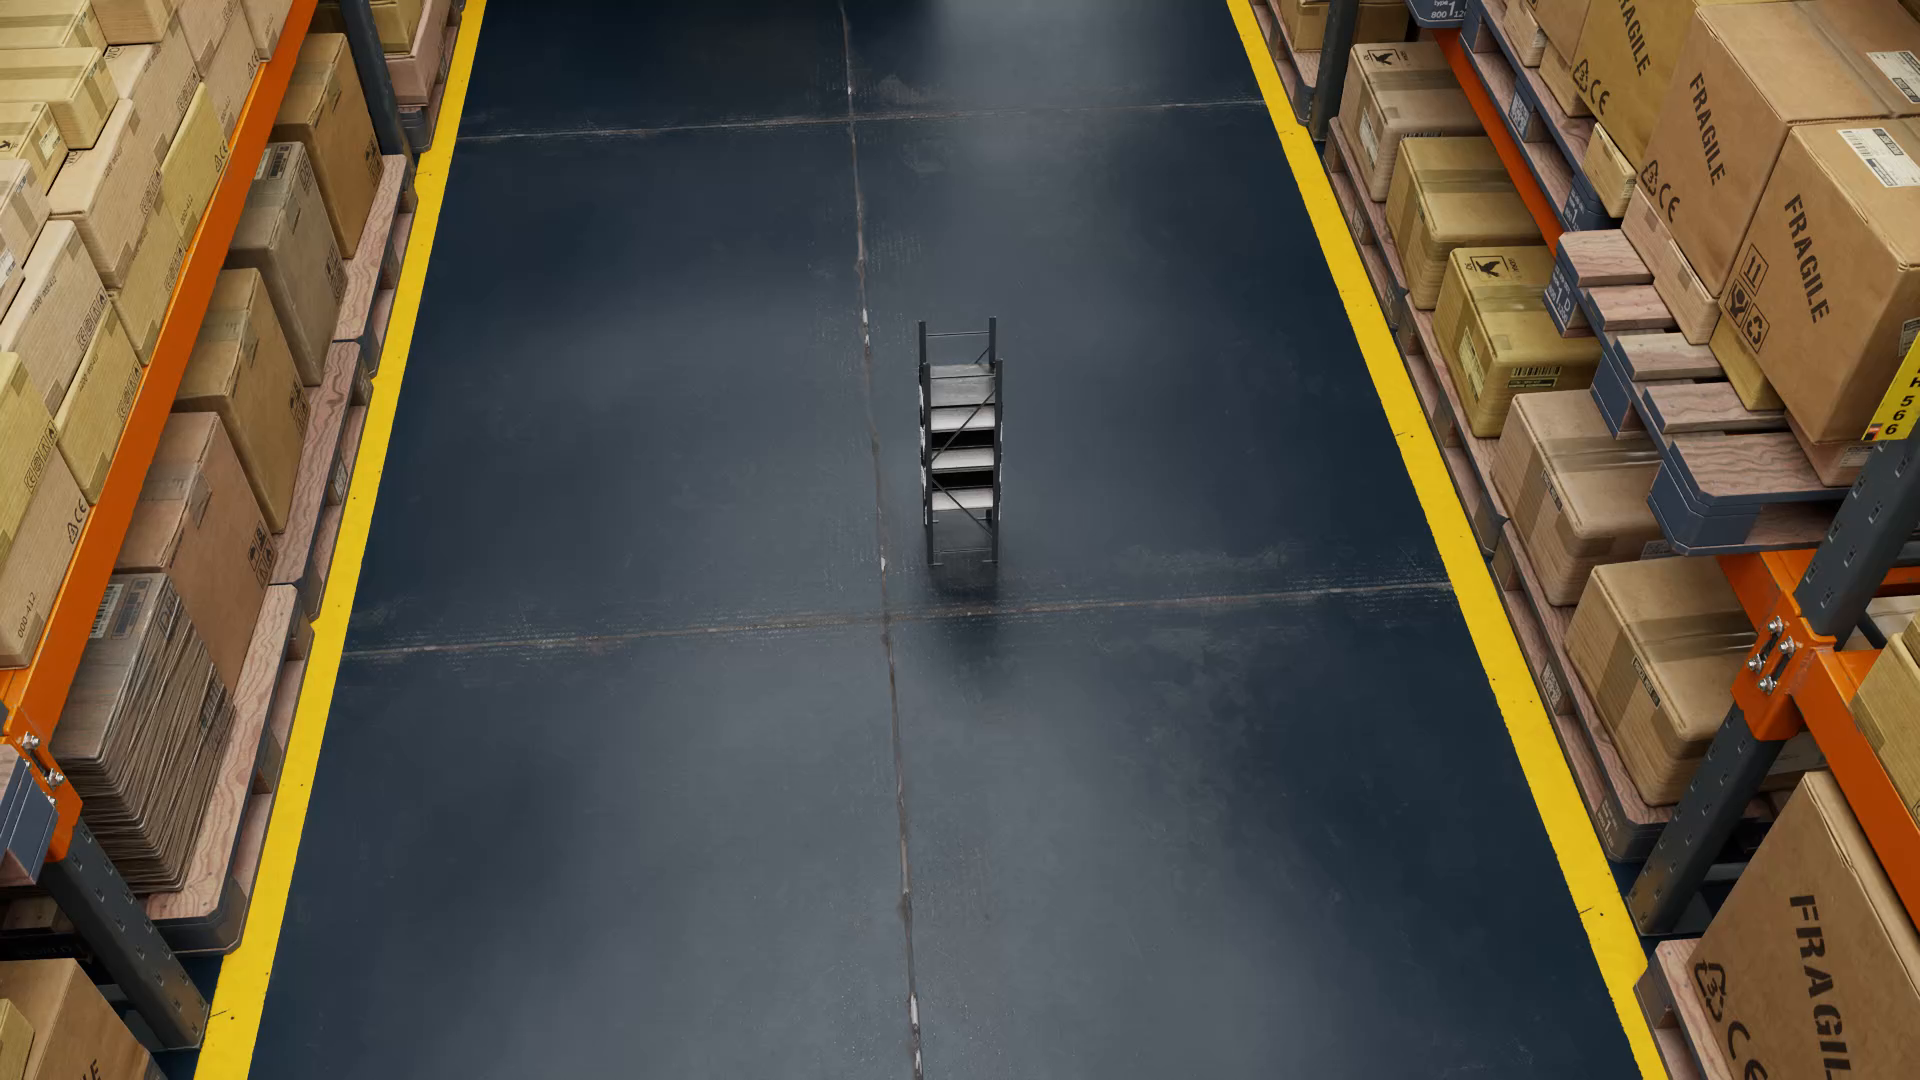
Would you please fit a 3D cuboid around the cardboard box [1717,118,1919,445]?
[{"bbox_3d":[2.093,-0.577,3.668,0.500,0.500,0.500,-5,47,-4],"label":"cardboard box"}]

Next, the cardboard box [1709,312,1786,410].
[{"bbox_3d":[2.052,-0.454,3.998,0.380,0.149,0.250,-3,47,-3],"label":"cardboard box"}]

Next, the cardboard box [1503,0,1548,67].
[{"bbox_3d":[1.886,-1.572,5.057,0.380,0.149,0.250,-2,47,-2],"label":"cardboard box"}]

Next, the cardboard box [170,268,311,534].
[{"bbox_3d":[-2.695,-0.419,5.427,0.875,0.625,0.625,-5,47,-5],"label":"cardboard box"}]

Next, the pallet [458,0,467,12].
[{"bbox_3d":[-3.002,-3.077,8.519,1.003,0.211,1.213,-3,47,-3],"label":"pallet"}]

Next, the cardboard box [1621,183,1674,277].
[{"bbox_3d":[1.973,-0.817,4.341,0.380,0.149,0.250,-5,47,-5],"label":"cardboard box"}]

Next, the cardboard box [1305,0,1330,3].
[{"bbox_3d":[1.757,-2.746,7.373,0.500,0.500,0.500,-4,47,-4],"label":"cardboard box"}]

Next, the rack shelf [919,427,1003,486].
[{"bbox_3d":[0.001,-0.281,5.442,0.258,0.077,0.200,-3,47,-3],"label":"rack shelf"}]

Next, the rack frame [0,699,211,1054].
[{"bbox_3d":[-2.537,0.320,3.381,1.000,3.000,0.127,-3,47,-3],"label":"rack frame"}]

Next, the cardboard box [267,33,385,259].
[{"bbox_3d":[-2.817,-1.525,6.474,0.875,0.625,0.625,-2,47,-2],"label":"cardboard box"}]

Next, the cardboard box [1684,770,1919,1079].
[{"bbox_3d":[2.384,1.107,3.810,0.875,0.875,0.875,-4,47,-4],"label":"cardboard box"}]

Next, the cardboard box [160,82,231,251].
[{"bbox_3d":[-2.460,-1.076,4.806,0.500,0.250,0.500,-2,47,-2],"label":"cardboard box"}]

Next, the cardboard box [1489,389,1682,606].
[{"bbox_3d":[2.301,-0.168,5.363,0.950,0.372,0.625,-4,47,-4],"label":"cardboard box"}]

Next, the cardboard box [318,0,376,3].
[{"bbox_3d":[-2.600,-2.485,6.954,0.500,0.250,0.500,-4,47,-4],"label":"cardboard box"}]

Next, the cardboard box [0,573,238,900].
[{"bbox_3d":[-2.576,0.541,4.518,0.875,0.625,0.625,-2,47,-2],"label":"cardboard box"}]

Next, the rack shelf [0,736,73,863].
[{"bbox_3d":[-2.370,2.015,2.271,1.077,0.370,4.000,-3,47,-3],"label":"rack shelf"}]

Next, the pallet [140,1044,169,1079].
[{"bbox_3d":[-2.513,1.822,3.879,1.003,0.211,1.213,-3,47,-3],"label":"pallet"}]

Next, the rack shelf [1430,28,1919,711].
[{"bbox_3d":[2.241,-1.184,5.300,1.077,0.370,4.000,-3,47,-3],"label":"rack shelf"}]

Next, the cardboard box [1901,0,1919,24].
[{"bbox_3d":[2.551,-0.981,4.050,0.500,0.500,0.500,-1,47,-1],"label":"cardboard box"}]

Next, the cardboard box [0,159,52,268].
[{"bbox_3d":[-2.376,-0.751,3.880,0.380,0.149,0.250,-3,47,-3],"label":"cardboard box"}]

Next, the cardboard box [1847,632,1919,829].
[{"bbox_3d":[2.199,0.437,3.373,0.500,0.250,0.500,-4,47,-4],"label":"cardboard box"}]

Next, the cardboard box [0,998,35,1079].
[{"bbox_3d":[-2.244,1.154,3.576,0.380,0.149,0.250,-6,47,-5],"label":"cardboard box"}]

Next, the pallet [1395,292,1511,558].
[{"bbox_3d":[2.246,-0.471,6.051,1.003,0.211,1.213,-3,47,-3],"label":"pallet"}]

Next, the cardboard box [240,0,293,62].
[{"bbox_3d":[-2.522,-1.810,5.501,0.500,0.250,0.500,-4,47,-4],"label":"cardboard box"}]

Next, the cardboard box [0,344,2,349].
[{"bbox_3d":[-2.294,-0.379,3.527,0.380,0.149,0.250,-3,47,-2],"label":"cardboard box"}]

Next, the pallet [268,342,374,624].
[{"bbox_3d":[-2.666,-0.199,5.793,1.003,0.211,1.213,-3,47,-3],"label":"pallet"}]

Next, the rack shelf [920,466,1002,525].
[{"bbox_3d":[0.001,-0.157,5.573,0.258,0.077,0.200,-3,47,-3],"label":"rack shelf"}]

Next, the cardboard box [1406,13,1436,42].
[{"bbox_3d":[2.293,-2.520,7.675,0.500,0.250,0.500,-5,47,-5],"label":"cardboard box"}]

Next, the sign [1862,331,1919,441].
[{"bbox_3d":[1.869,-0.315,3.239,0.100,0.325,0.005,-3,47,-3],"label":"sign"}]

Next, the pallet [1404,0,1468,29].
[{"bbox_3d":[1.993,-2.250,5.947,1.003,0.211,1.213,-3,47,-3],"label":"pallet"}]

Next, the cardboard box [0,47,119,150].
[{"bbox_3d":[-2.389,-1.119,4.228,0.380,0.149,0.250,-3,47,-2],"label":"cardboard box"}]

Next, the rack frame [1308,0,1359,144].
[{"bbox_3d":[2.074,-2.878,6.410,1.000,3.000,0.127,-3,47,-3],"label":"rack frame"}]

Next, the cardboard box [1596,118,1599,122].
[{"bbox_3d":[2.041,-1.204,4.708,0.380,0.149,0.250,-3,47,-3],"label":"cardboard box"}]

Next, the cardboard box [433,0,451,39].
[{"bbox_3d":[-2.641,-2.509,7.665,0.500,0.250,0.500,-4,47,-4],"label":"cardboard box"}]

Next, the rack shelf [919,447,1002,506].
[{"bbox_3d":[0.001,-0.219,5.507,0.258,0.077,0.200,-3,47,-3],"label":"rack shelf"}]

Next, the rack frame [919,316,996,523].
[{"bbox_3d":[-0.008,-0.377,5.487,0.240,0.900,0.006,-3,47,-3],"label":"rack frame"}]

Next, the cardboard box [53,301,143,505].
[{"bbox_3d":[-2.368,-0.328,4.098,0.500,0.250,0.500,-4,47,-4],"label":"cardboard box"}]

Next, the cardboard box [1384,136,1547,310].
[{"bbox_3d":[2.184,-1.220,6.360,0.950,0.372,0.625,-1,47,-1],"label":"cardboard box"}]

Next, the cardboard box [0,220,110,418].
[{"bbox_3d":[-2.372,-0.498,3.915,0.500,0.250,0.500,-2,47,-2],"label":"cardboard box"}]

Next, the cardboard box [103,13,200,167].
[{"bbox_3d":[-2.466,-1.246,4.623,0.500,0.250,0.500,-3,47,-3],"label":"cardboard box"}]

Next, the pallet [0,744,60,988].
[{"bbox_3d":[-2.411,0.873,2.990,1.213,0.211,1.003,-3,47,-3],"label":"pallet"}]

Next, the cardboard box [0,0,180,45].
[{"bbox_3d":[-2.387,-1.488,4.577,0.380,0.149,0.250,-5,47,-4],"label":"cardboard box"}]

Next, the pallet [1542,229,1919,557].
[{"bbox_3d":[2.243,-0.427,4.221,1.213,0.211,1.003,-3,47,-3],"label":"pallet"}]

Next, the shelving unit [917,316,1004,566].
[{"bbox_3d":[0.001,-0.304,5.418,0.258,0.900,0.210,-3,47,-3],"label":"shelving unit"}]

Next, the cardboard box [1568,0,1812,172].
[{"bbox_3d":[1.996,-1.315,4.367,0.500,0.500,0.500,-6,47,-6],"label":"cardboard box"}]
